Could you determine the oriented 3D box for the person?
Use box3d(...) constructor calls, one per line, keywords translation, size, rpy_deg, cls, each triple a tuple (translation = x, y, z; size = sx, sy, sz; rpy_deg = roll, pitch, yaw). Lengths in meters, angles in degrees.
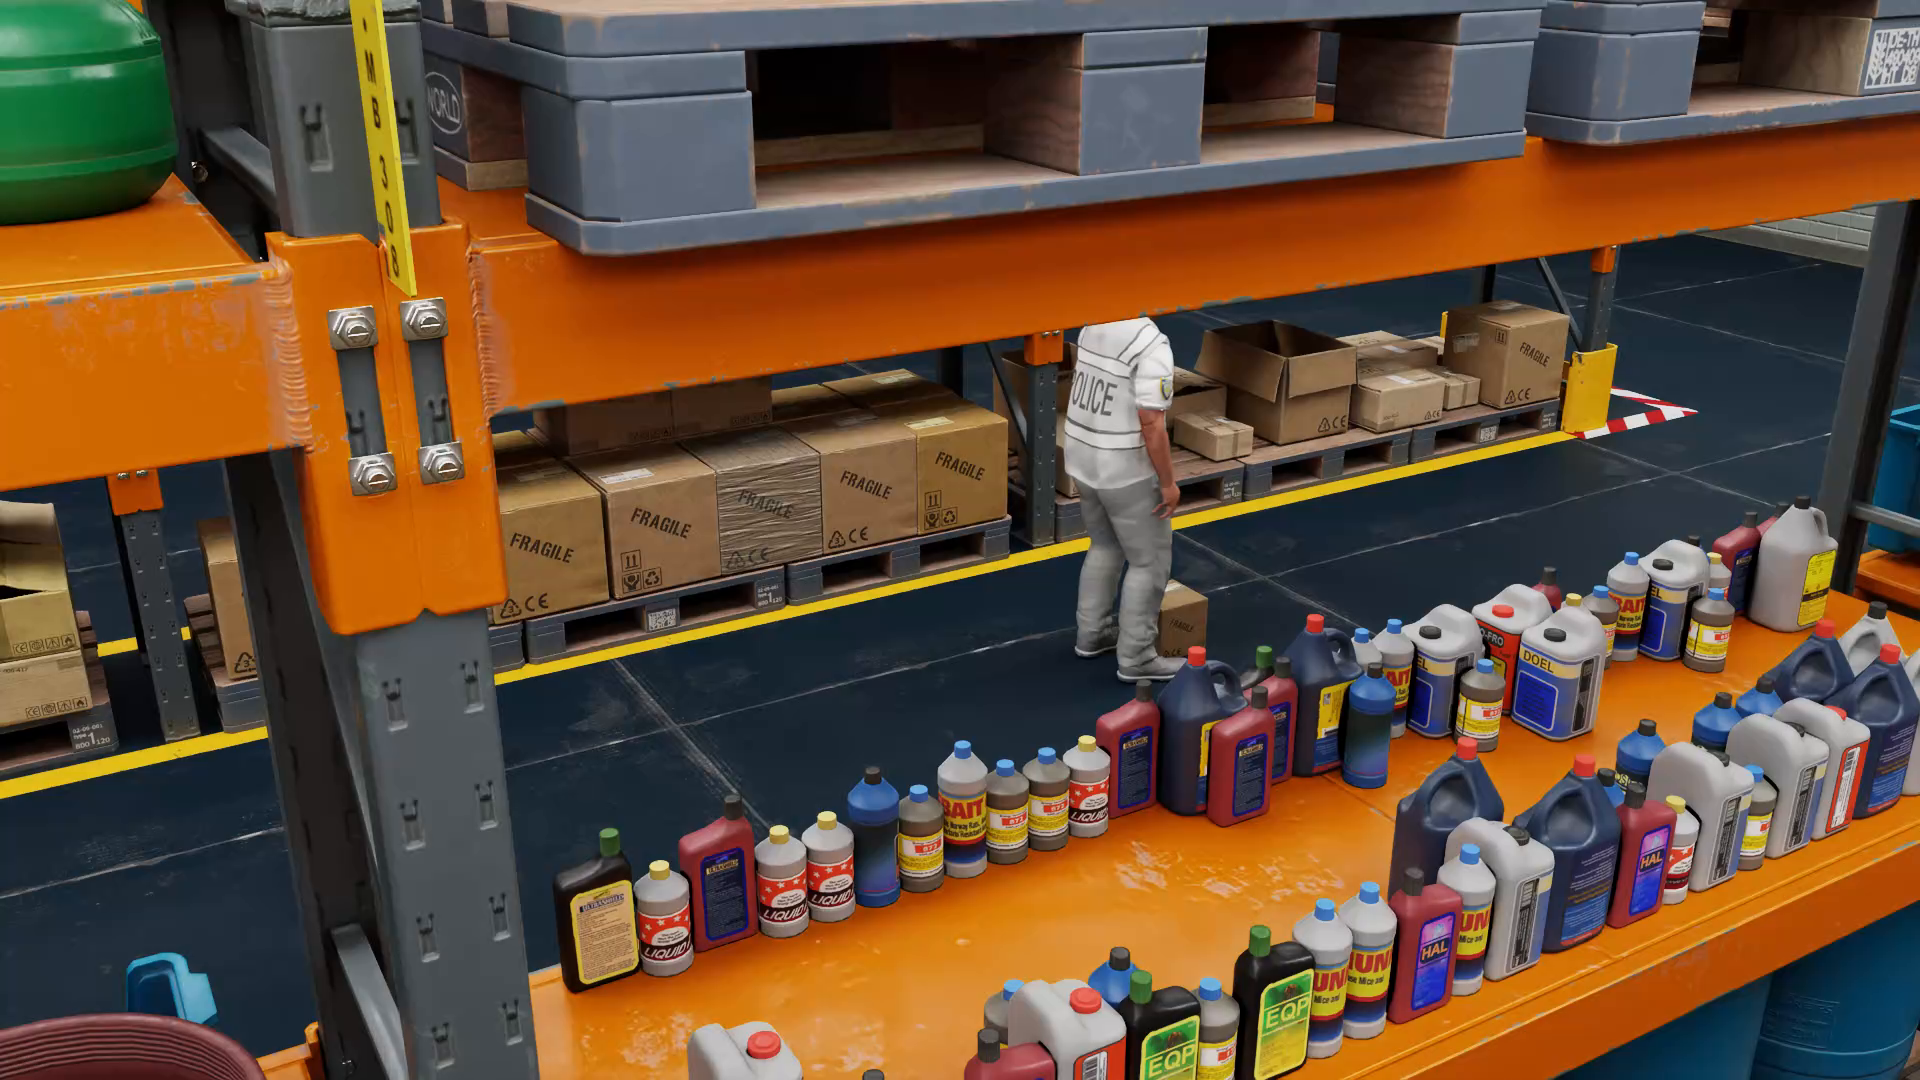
box3d(translation=(0.667, -0.292, 6.813), size=(0.439, 1.748, 0.586), rpy_deg=(-12, 25, -28), cls="person")
